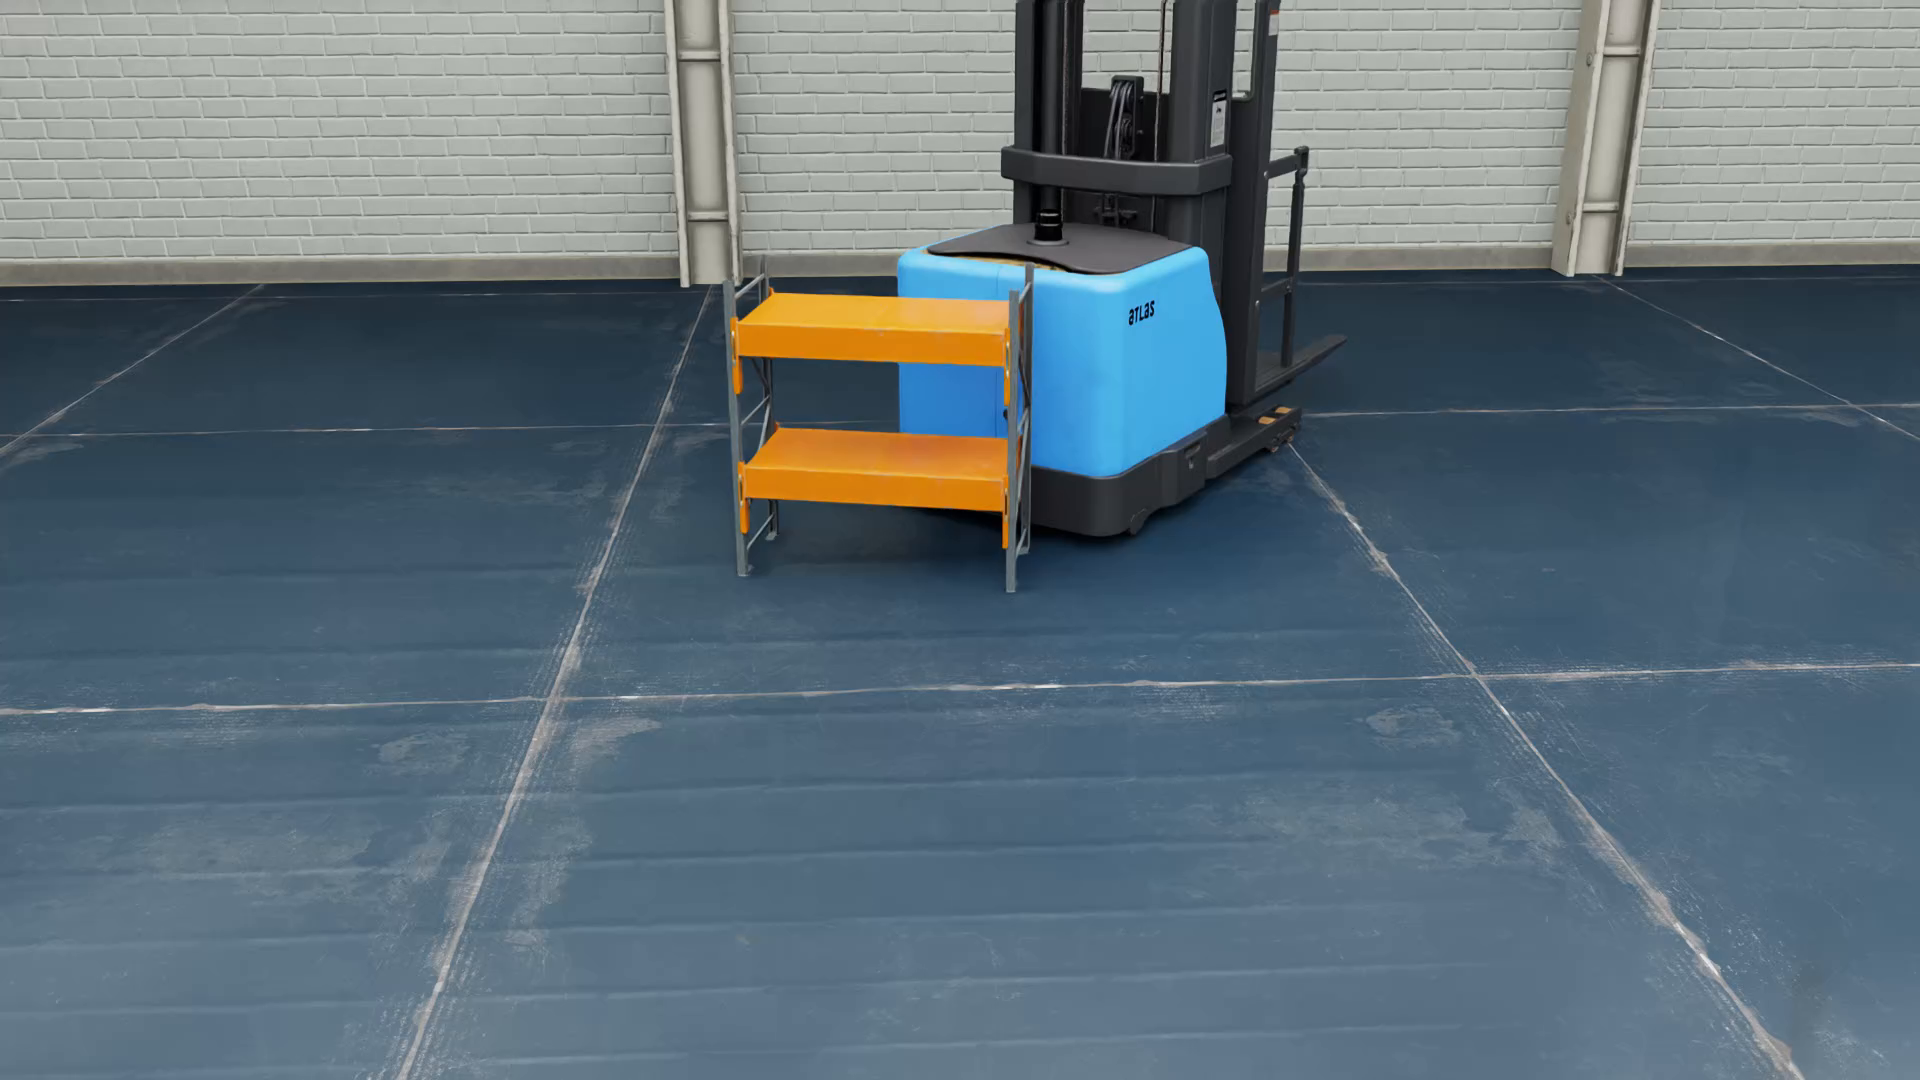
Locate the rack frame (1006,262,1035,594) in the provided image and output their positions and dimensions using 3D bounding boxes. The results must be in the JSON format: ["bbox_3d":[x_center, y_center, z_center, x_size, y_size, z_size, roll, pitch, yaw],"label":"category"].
[{"bbox_3d":[0.222,-0.417,6.136,0.032,1.125,0.500,3,21,8],"label":"rack frame"}]

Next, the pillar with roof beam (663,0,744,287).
[{"bbox_3d":[-1.419,-4.413,5.564,0.400,9.000,9.100,-1,21,-3],"label":"pillar with roof beam"}]

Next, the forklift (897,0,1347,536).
[{"bbox_3d":[0.956,-1.854,7.373,1.130,2.935,3.031,13,24,30],"label":"forklift"}]

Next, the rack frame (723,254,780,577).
[{"bbox_3d":[-0.782,-0.474,6.284,0.032,1.125,0.500,3,21,8],"label":"rack frame"}]

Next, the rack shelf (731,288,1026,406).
[{"bbox_3d":[-0.280,-0.719,6.106,1.000,0.278,0.538,3,21,8],"label":"rack shelf"}]

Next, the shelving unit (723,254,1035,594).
[{"bbox_3d":[-0.280,-0.445,6.210,1.048,1.125,0.538,3,21,8],"label":"shelving unit"}]

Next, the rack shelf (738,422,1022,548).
[{"bbox_3d":[-0.280,-0.217,6.297,1.000,0.278,0.538,3,21,8],"label":"rack shelf"}]

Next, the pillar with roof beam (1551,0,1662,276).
[{"bbox_3d":[4.572,-4.535,5.884,0.400,9.000,9.100,-1,21,-3],"label":"pillar with roof beam"}]
